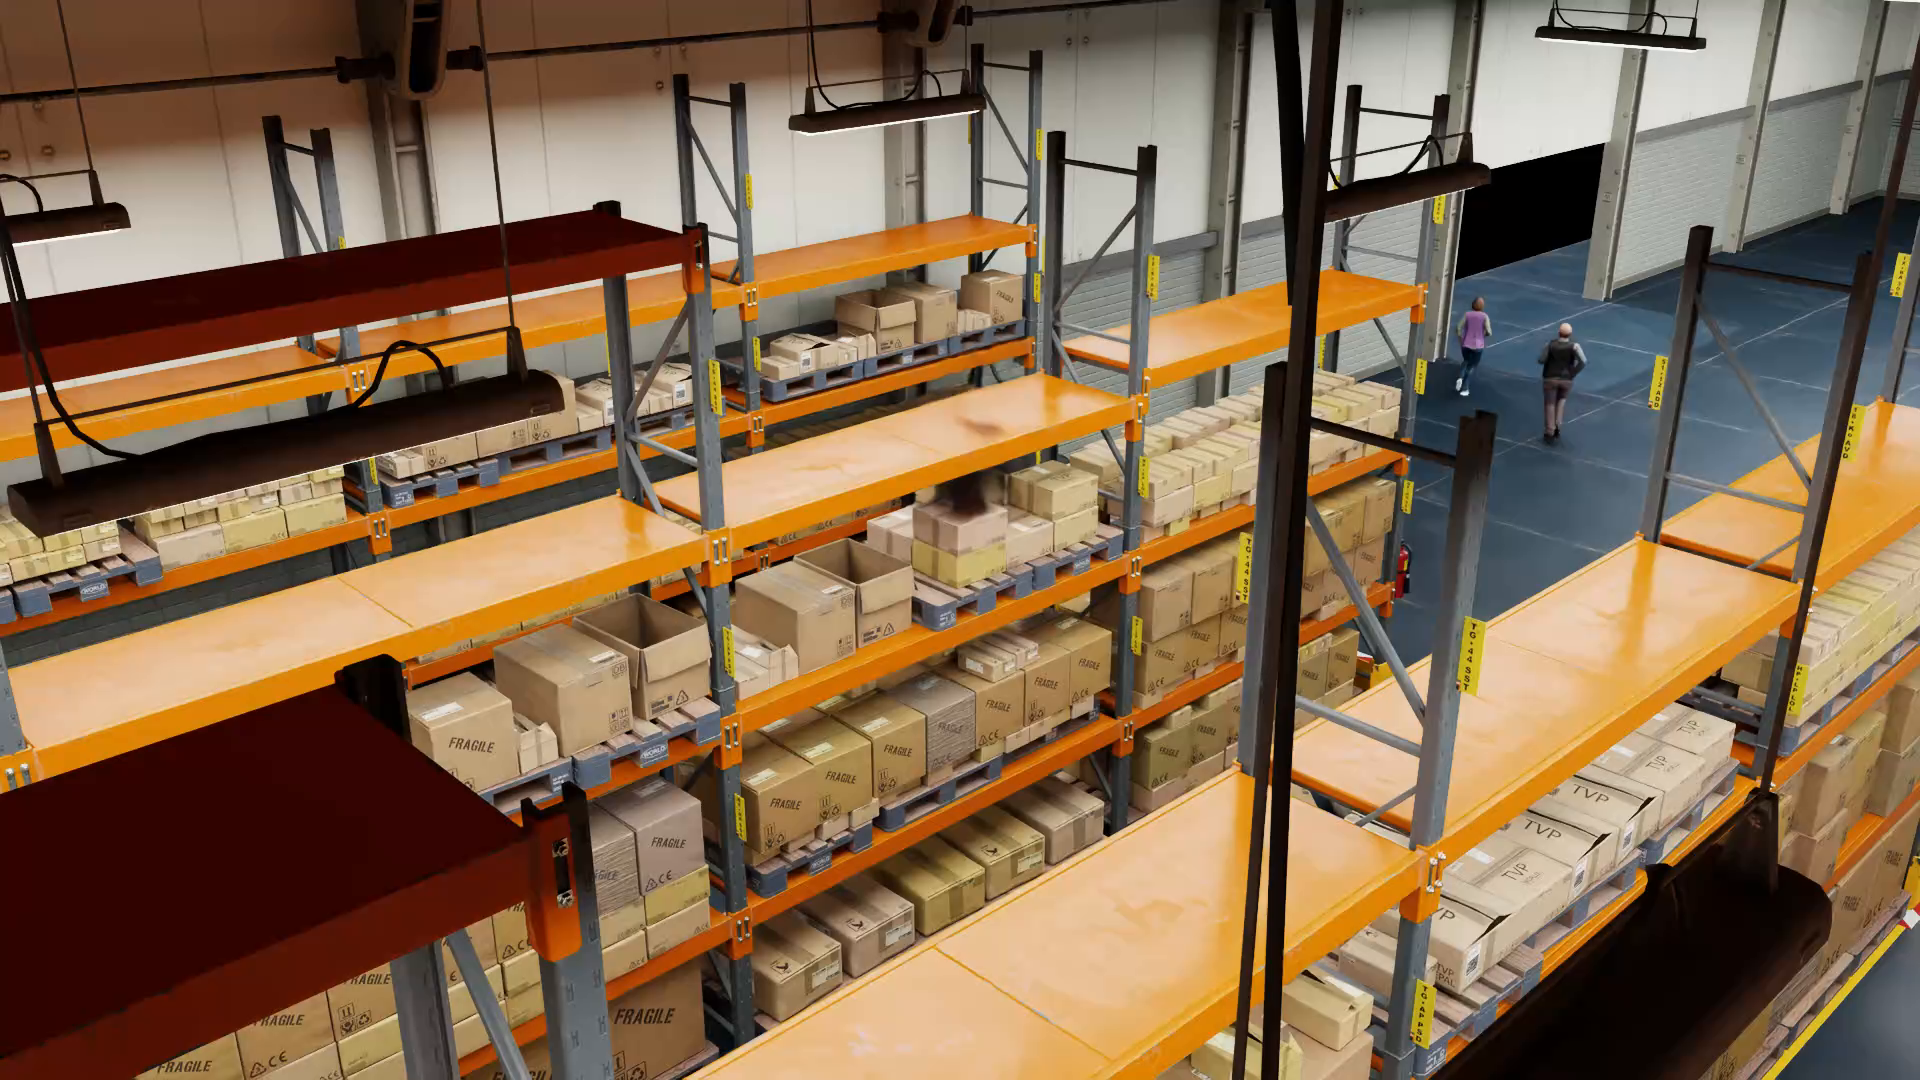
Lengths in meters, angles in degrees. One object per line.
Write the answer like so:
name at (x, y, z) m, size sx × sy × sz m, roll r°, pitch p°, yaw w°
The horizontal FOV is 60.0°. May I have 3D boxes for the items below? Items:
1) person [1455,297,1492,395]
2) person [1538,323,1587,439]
person at (8.094, -3.058, 26.223) m, size 0.538 × 1.545 × 0.536 m, roll 14°, pitch 26°, yaw 30°
person at (8.690, -2.295, 24.179) m, size 0.637 × 1.773 × 0.715 m, roll 4°, pitch 23°, yaw 8°
